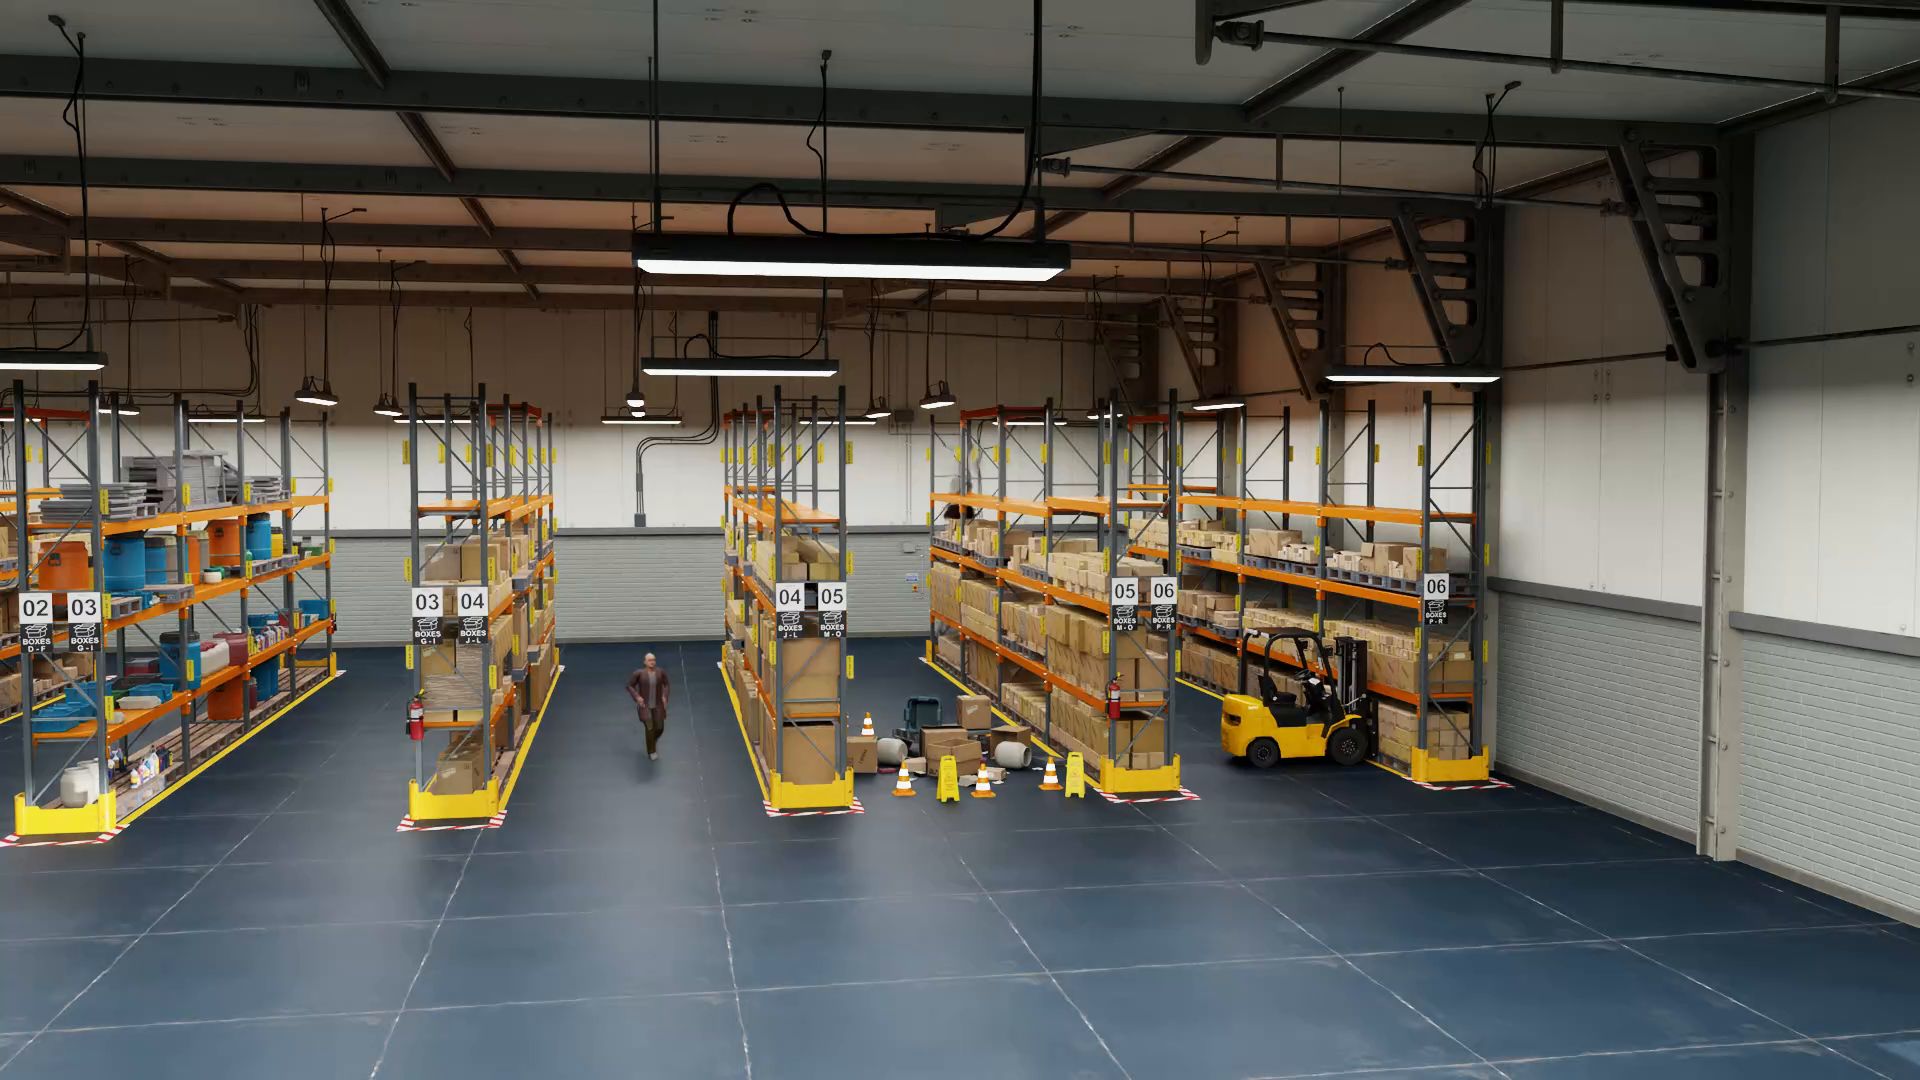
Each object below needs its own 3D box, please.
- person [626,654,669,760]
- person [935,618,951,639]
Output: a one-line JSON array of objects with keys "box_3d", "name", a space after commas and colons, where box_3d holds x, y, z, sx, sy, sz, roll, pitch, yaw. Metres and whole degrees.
[{"box_3d": [-5.150, 2.739, 27.499, 0.724, 1.743, 0.645, -1, 3, -24], "name": "person"}, {"box_3d": [-0.436, 2.050, 41.879, 0.653, 1.646, 0.553, -1, 3, -21], "name": "person"}]
